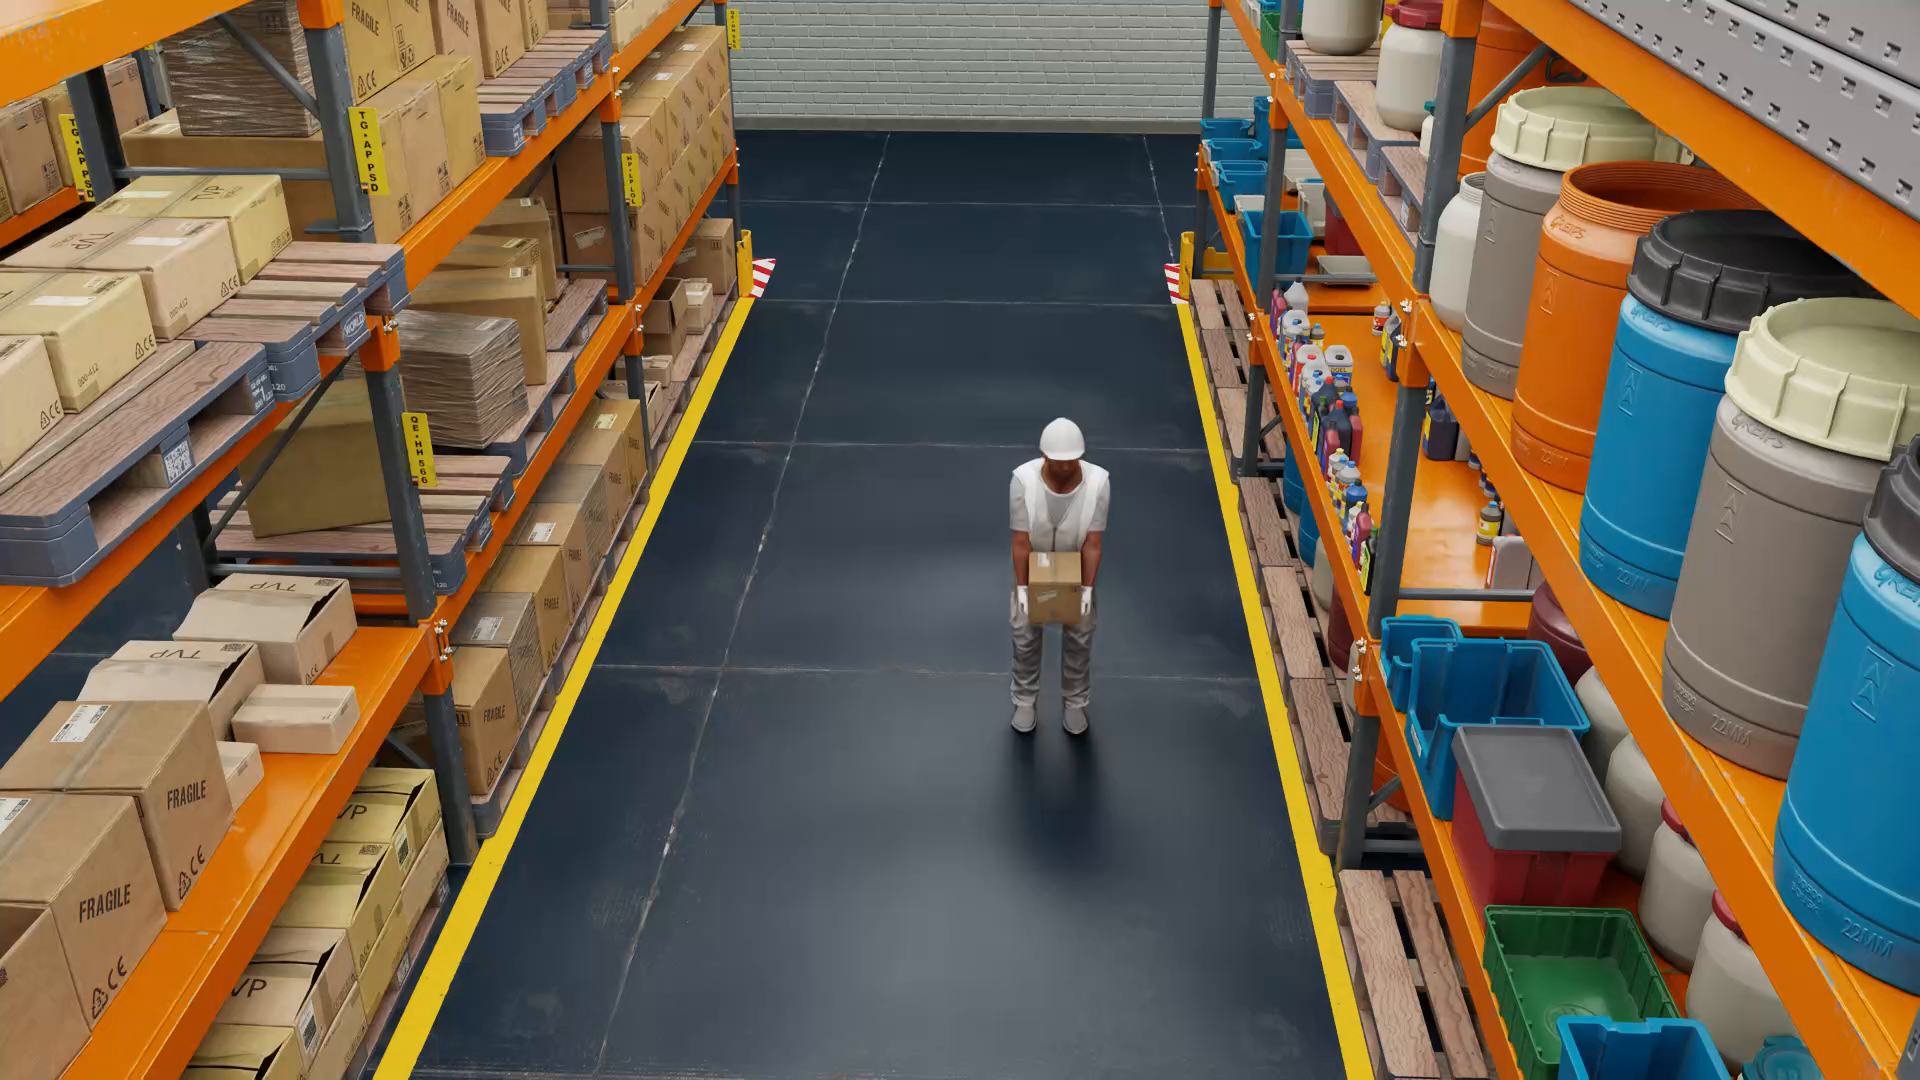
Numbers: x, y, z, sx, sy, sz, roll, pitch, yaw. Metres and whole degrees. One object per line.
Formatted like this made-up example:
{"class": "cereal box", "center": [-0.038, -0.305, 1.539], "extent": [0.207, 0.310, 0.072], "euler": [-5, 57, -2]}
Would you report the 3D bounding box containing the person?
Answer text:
{"class": "person", "center": [0.483, 0.194, 8.255], "extent": [0.490, 1.758, 0.603], "euler": [1, 28, 2]}
